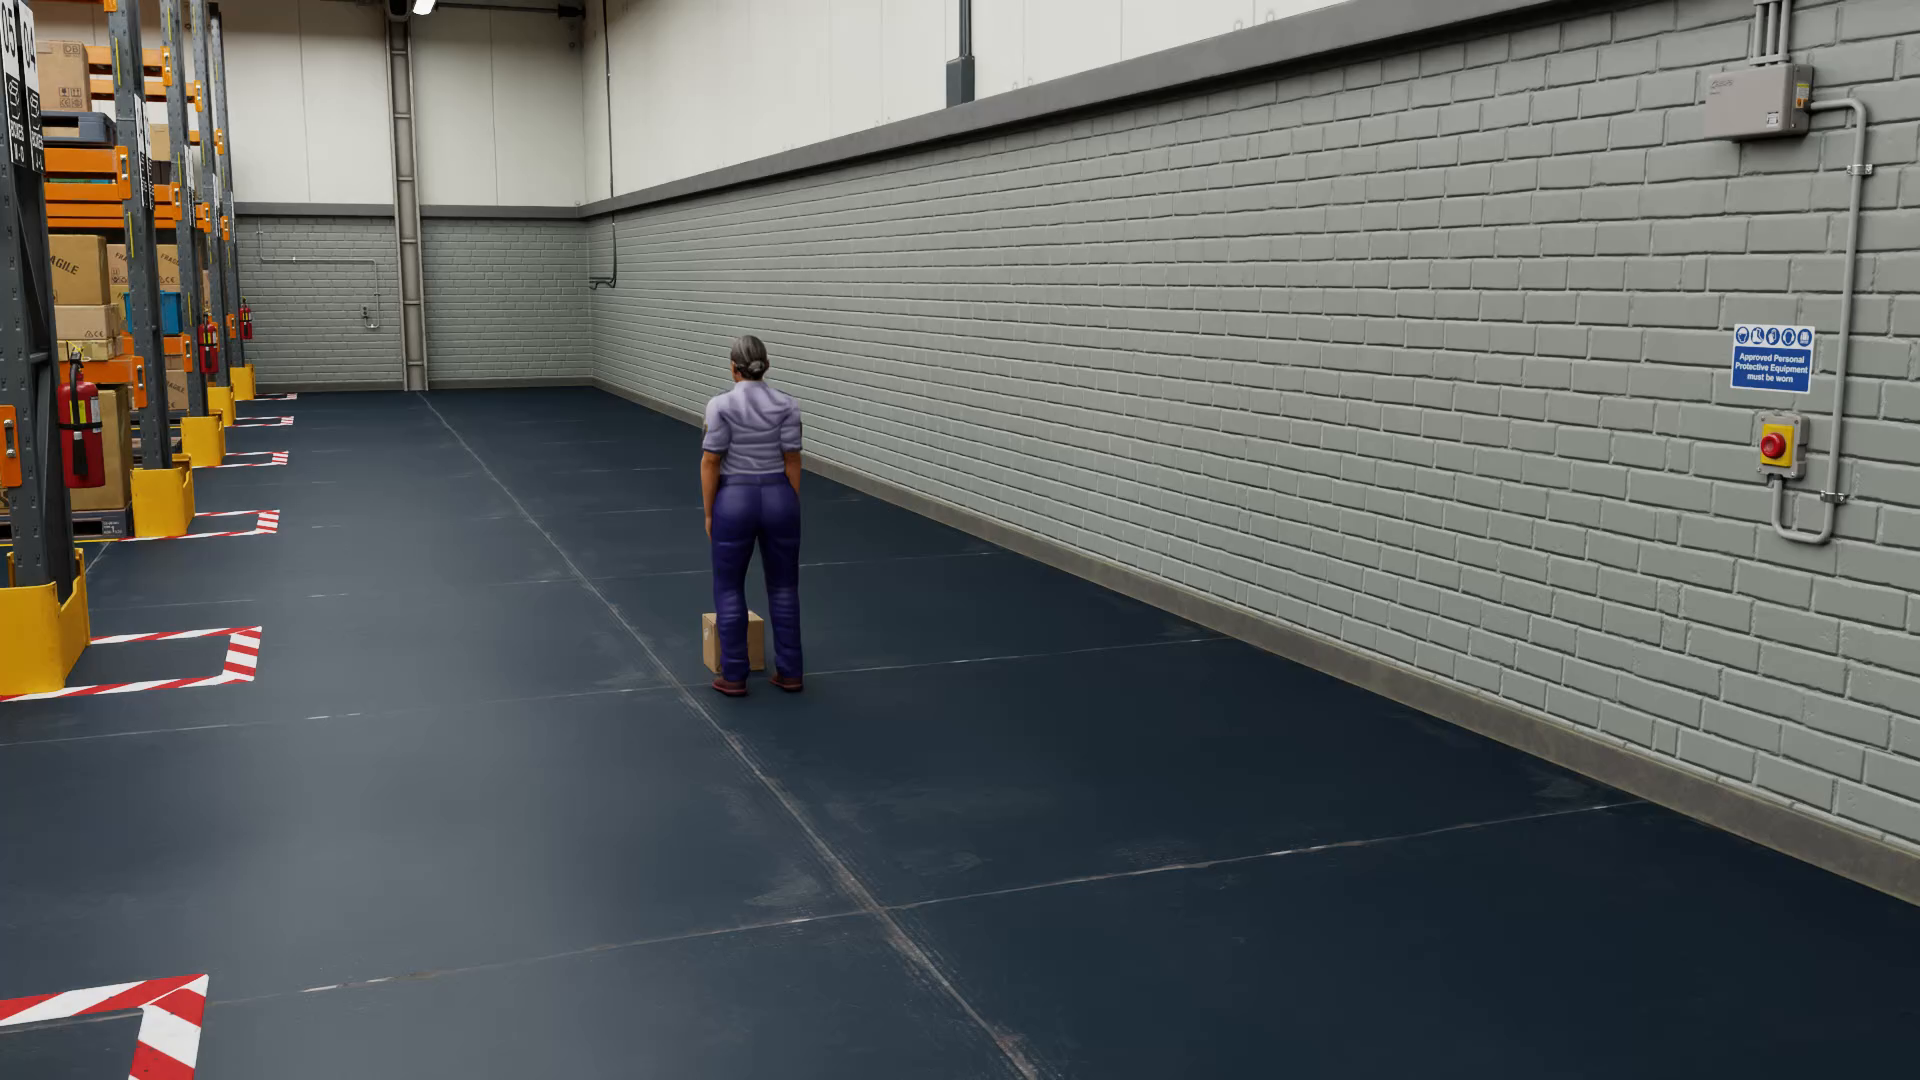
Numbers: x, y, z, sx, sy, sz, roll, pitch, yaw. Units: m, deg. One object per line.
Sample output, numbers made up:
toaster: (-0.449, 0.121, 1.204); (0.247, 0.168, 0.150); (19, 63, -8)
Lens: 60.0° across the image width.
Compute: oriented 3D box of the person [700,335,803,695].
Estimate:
person: (-0.961, -0.113, 7.649); (0.467, 1.646, 0.343); (-3, 10, -19)
